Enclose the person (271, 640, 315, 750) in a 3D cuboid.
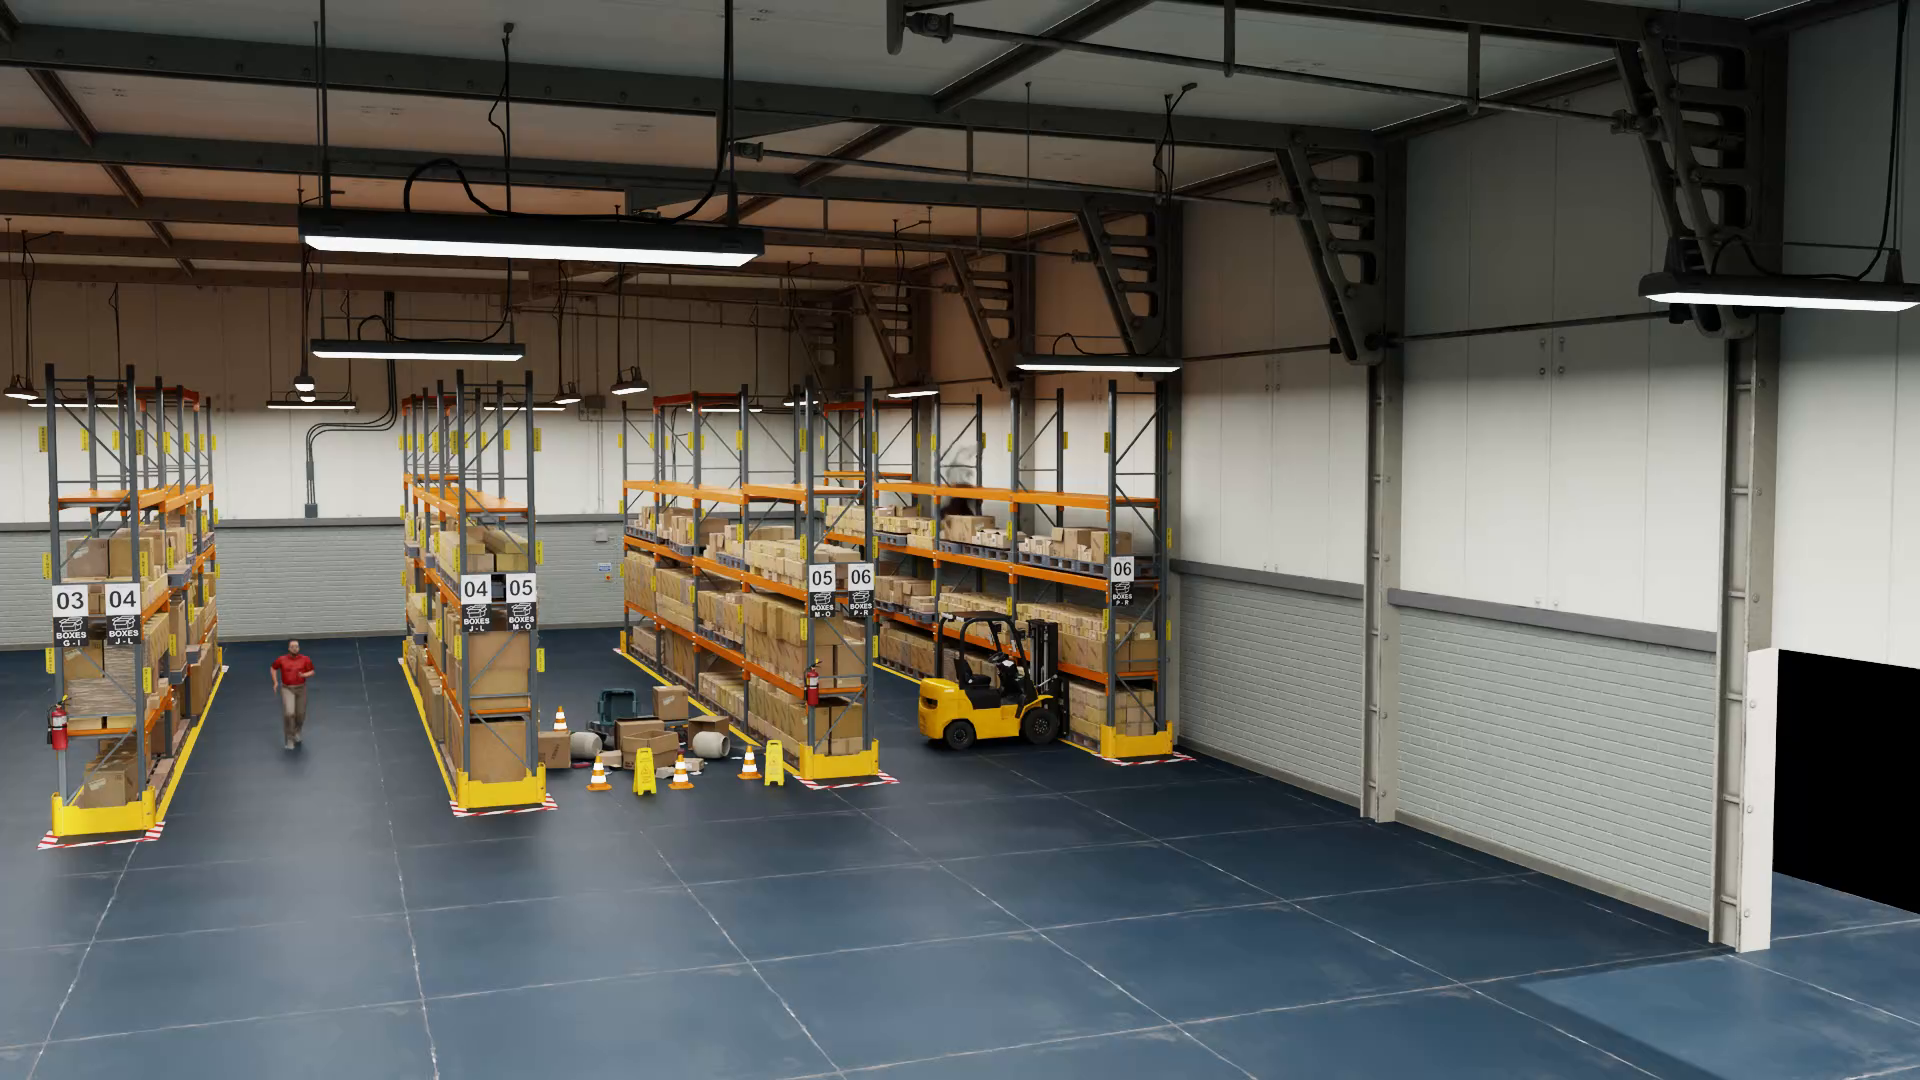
[{"bbox_3d":[-10.973,2.551,27.409,0.631,1.801,0.775,-2,4,-33],"label":"person"}]
